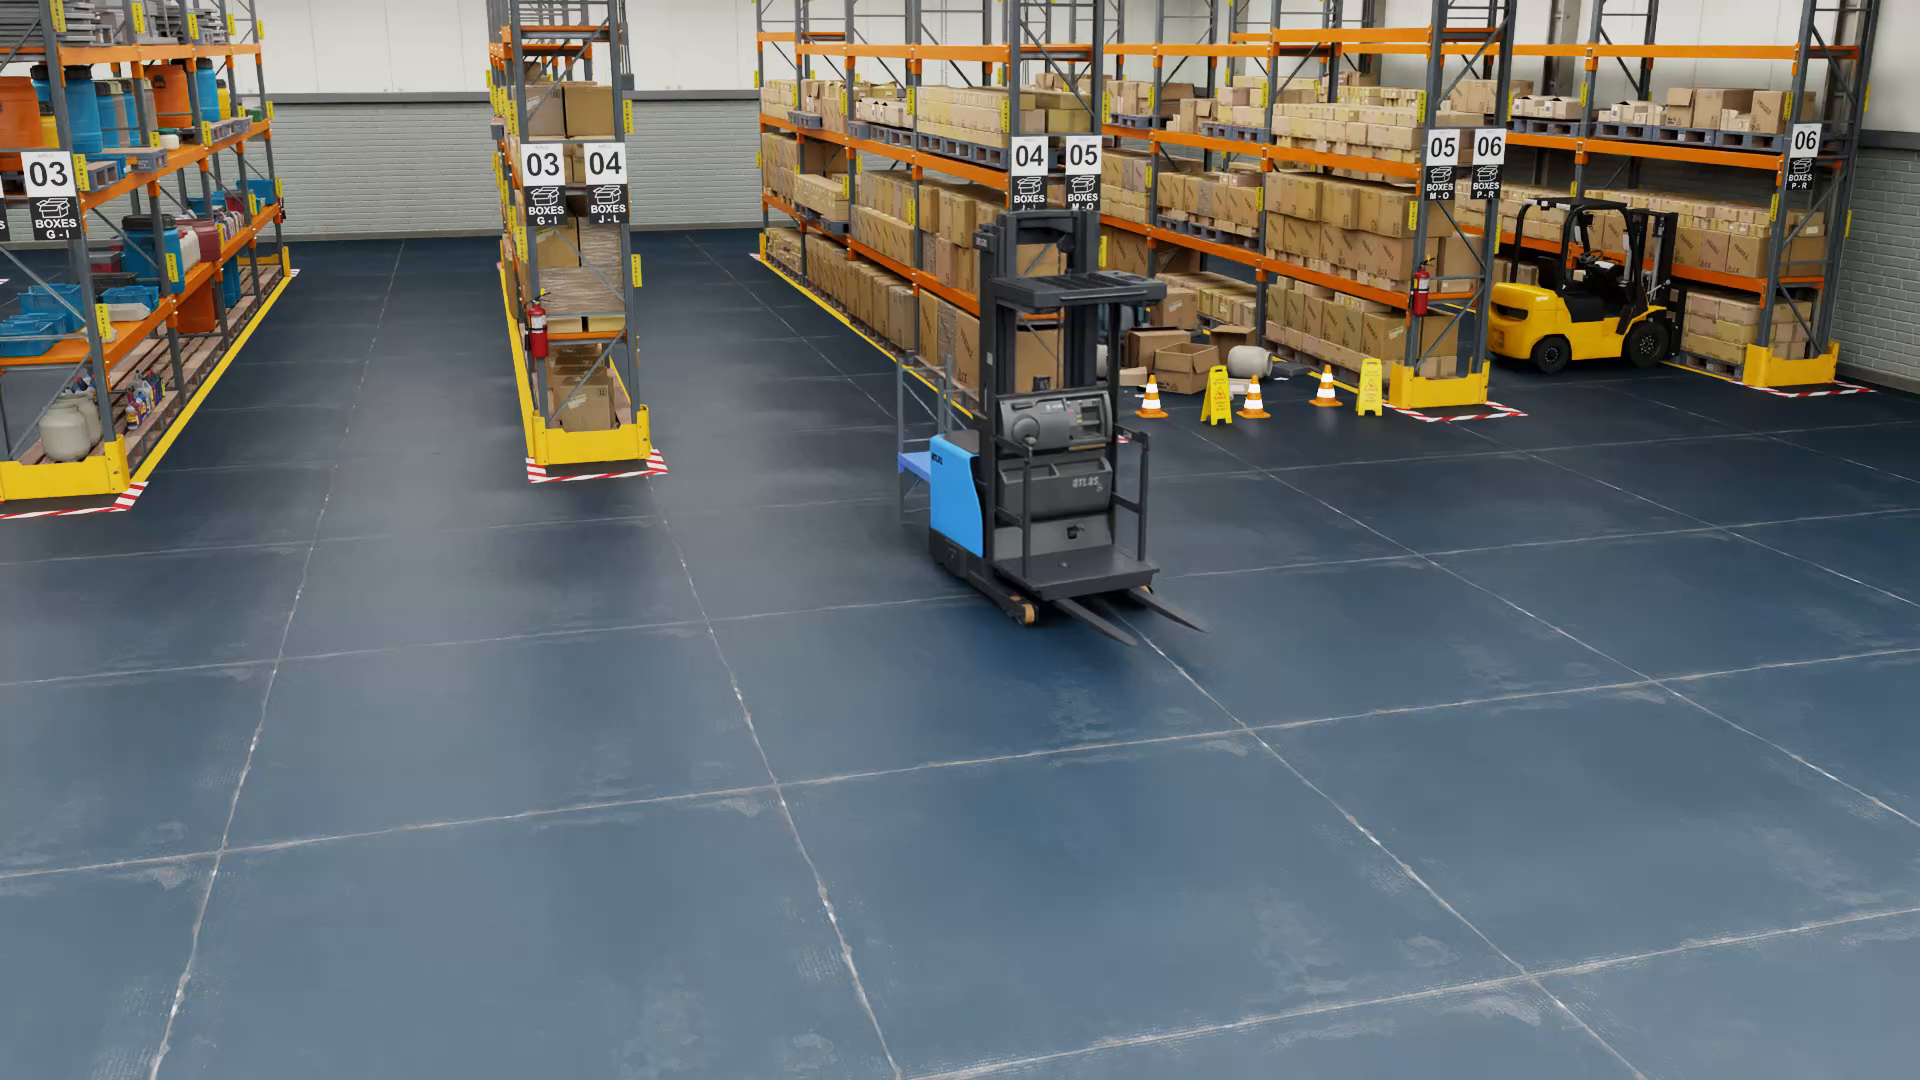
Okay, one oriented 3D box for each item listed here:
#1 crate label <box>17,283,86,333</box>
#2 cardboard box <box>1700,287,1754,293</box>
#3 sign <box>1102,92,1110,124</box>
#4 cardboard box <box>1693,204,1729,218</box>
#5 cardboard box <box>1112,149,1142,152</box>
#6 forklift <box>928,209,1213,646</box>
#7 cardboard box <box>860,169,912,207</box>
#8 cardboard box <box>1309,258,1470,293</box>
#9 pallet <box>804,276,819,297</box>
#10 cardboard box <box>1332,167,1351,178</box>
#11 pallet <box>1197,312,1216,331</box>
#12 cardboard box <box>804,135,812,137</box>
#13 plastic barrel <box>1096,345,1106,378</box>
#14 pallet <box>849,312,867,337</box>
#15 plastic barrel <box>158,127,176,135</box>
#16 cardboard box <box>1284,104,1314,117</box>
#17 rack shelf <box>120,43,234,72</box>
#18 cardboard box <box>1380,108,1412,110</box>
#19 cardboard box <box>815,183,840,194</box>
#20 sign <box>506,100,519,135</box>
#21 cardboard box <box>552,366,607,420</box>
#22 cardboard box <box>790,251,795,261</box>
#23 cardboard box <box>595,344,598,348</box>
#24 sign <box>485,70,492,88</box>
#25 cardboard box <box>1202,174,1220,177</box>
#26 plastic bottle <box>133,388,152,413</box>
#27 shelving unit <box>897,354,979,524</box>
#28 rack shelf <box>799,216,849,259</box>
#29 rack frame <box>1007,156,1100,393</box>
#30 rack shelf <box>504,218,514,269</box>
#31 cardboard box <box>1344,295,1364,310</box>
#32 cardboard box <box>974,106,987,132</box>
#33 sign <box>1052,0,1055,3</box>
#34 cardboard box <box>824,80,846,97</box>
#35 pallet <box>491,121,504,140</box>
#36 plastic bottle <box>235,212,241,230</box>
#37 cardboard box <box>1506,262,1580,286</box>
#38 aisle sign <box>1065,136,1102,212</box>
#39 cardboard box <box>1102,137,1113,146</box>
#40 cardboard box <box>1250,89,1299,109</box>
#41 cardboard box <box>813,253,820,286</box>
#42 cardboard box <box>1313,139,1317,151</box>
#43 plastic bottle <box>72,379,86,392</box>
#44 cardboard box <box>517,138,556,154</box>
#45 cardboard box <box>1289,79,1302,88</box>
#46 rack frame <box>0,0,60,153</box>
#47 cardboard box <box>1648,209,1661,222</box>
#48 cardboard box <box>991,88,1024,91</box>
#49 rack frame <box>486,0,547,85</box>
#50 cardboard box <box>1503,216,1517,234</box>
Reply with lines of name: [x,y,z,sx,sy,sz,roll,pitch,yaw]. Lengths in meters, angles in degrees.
crate label: [-9.324,-2.380,17.101,0.502,0.435,0.616,-5,17,-15]
cardboard box: [10.286,-3.232,22.310,0.500,0.250,0.500,-5,17,-16]
sign: [1.536,-4.567,17.570,0.100,0.325,0.005,-5,17,-15]
cardboard box: [9.832,-4.302,21.740,0.380,0.149,0.250,-4,17,-14]
cardboard box: [2.948,-6.650,29.466,0.500,0.500,0.500,-4,17,-14]
forklift: [4.269,-3.631,21.445,15.389,2.935,17.233,-8,18,-24]
cardboard box: [-1.084,-5.246,24.791,0.700,0.500,0.500,-5,17,-16]
cardboard box: [5.296,-3.305,20.678,0.926,0.149,2.314,-5,17,-15]
pallet: [-11.420,-3.465,25.621,20.746,0.211,2.328,-5,17,-15]
cardboard box: [7.266,-6.718,30.698,0.700,0.500,0.500,-5,17,-15]
pallet: [4.079,-3.375,25.321,1.003,0.211,1.213,-5,17,-15]
cardboard box: [-2.741,-7.336,31.232,0.500,0.500,0.500,-4,17,-12]
plastic barrel: [1.688,-2.311,21.411,0.512,0.421,0.421,7,18,23]
pallet: [-1.054,-3.285,25.020,1.003,0.211,1.213,-5,17,-15]
plastic barrel: [-10.640,-5.386,22.226,0.294,0.245,0.294,0,17,0]
cardboard box: [4.505,-5.673,21.960,0.380,0.149,0.250,-4,17,-14]
rack shelf: [-11.307,-6.979,23.989,1.077,0.370,4.000,-5,17,-15]
cardboard box: [5.443,-5.287,20.674,0.380,0.149,0.250,-4,17,-14]
cardboard box: [-2.127,-5.667,26.777,0.380,0.149,0.250,-4,17,-13]
sign: [1.701,-7.147,23.492,16.084,1.929,11.994,-5,17,-15]
cardboard box: [-4.149,-1.608,18.206,0.500,0.500,0.500,0,17,-1]
cardboard box: [-2.866,-5.137,30.050,0.380,0.149,0.250,-5,18,-17]
cardboard box: [-5.043,-2.559,21.336,0.700,0.500,0.500,-6,18,-20]
sign: [-8.728,-8.544,30.810,0.100,0.325,0.005,-5,17,-15]
cardboard box: [4.079,-5.409,25.825,0.500,0.500,0.500,-5,17,-16]
plastic bottle: [-9.021,-1.545,18.352,0.152,0.276,0.135,-4,17,-14]
shelving unit: [-0.130,-0.756,14.361,0.538,1.500,1.048,-6,18,-20]
rack shelf: [-1.748,-5.053,27.310,1.077,0.370,4.000,-5,17,-15]
rack frame: [1.001,-2.631,17.998,1.000,3.000,0.127,-5,17,-15]
rack shelf: [-6.544,-4.689,26.098,1.077,0.370,4.000,-5,17,-15]
cardboard box: [5.030,-2.972,20.750,0.380,0.149,0.250,-4,17,-14]
cardboard box: [0.461,-4.639,18.309,0.500,0.250,0.500,-5,17,-15]
sign: [1.861,-10.874,33.248,0.100,0.325,0.005,-5,17,-15]
cardboard box: [-1.932,-7.141,26.292,0.396,0.266,0.258,-5,17,-15]
pallet: [-6.223,-6.000,24.327,1.213,0.211,1.003,-4,17,-13]
plastic bottle: [-11.330,-4.995,26.070,0.061,0.283,0.133,-5,17,-15]
cardboard box: [9.045,-3.973,25.863,0.875,0.625,0.625,-5,17,-16]
aisle sign: [1.309,-3.881,17.638,0.394,0.787,0.004,-5,17,-15]
cardboard box: [2.597,-7.315,30.552,0.380,0.149,0.250,-5,17,-16]
cardboard box: [4.351,-6.113,23.035,0.500,0.250,0.500,-4,17,-14]
cardboard box: [-2.202,-4.583,28.110,0.500,0.500,0.500,-4,17,-13]
cardboard box: [4.769,-5.084,21.385,0.380,0.149,0.250,-5,18,-17]
plastic bottle: [-9.783,-1.616,18.457,0.144,0.351,0.185,-5,18,-18]
cardboard box: [-4.312,-4.023,16.986,0.380,0.149,0.250,-5,18,-18]
cardboard box: [6.688,-8.770,32.096,0.500,0.250,0.500,-5,17,-16]
rack frame: [-8.555,-4.749,14.620,0.949,2.616,0.053,-5,17,-15]
cardboard box: [9.563,-4.444,22.730,0.380,0.149,0.250,-5,18,-17]
cardboard box: [0.588,-5.329,19.911,0.380,0.149,0.250,-5,17,-15]
rack frame: [-8.193,-9.566,30.656,1.000,3.000,0.127,-5,17,-15]
cardboard box: [8.764,-4.876,25.731,0.500,0.250,0.500,-5,17,-15]
